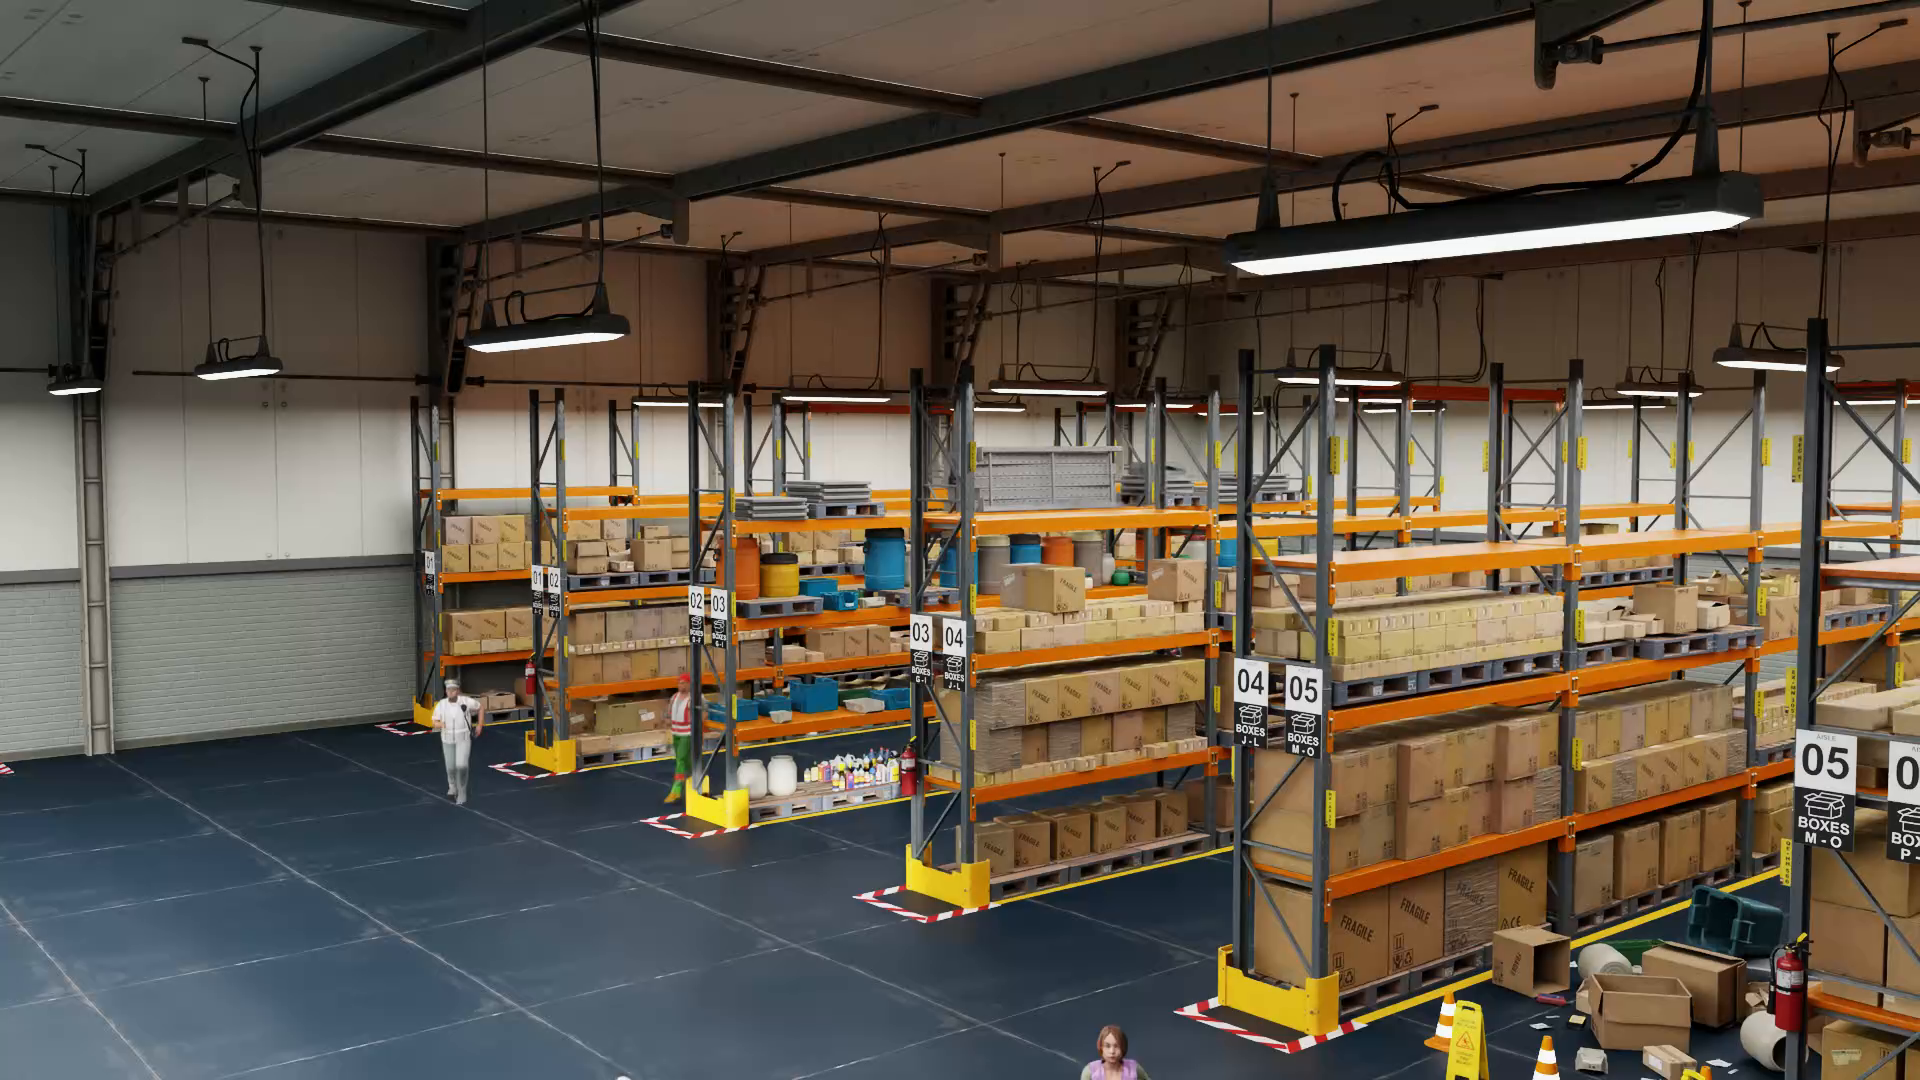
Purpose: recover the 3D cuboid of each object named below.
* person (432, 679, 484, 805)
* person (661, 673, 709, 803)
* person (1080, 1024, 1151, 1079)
[{"bbox_3d":[-7.202,2.879,23.821,0.674,1.808,0.896,0,3,-5],"label":"person"},{"bbox_3d":[-3.984,2.821,23.990,0.652,1.793,0.914,3,4,37],"label":"person"},{"bbox_3d":[0.945,3.767,10.166,0.516,1.588,0.608,0,3,8],"label":"person"}]
